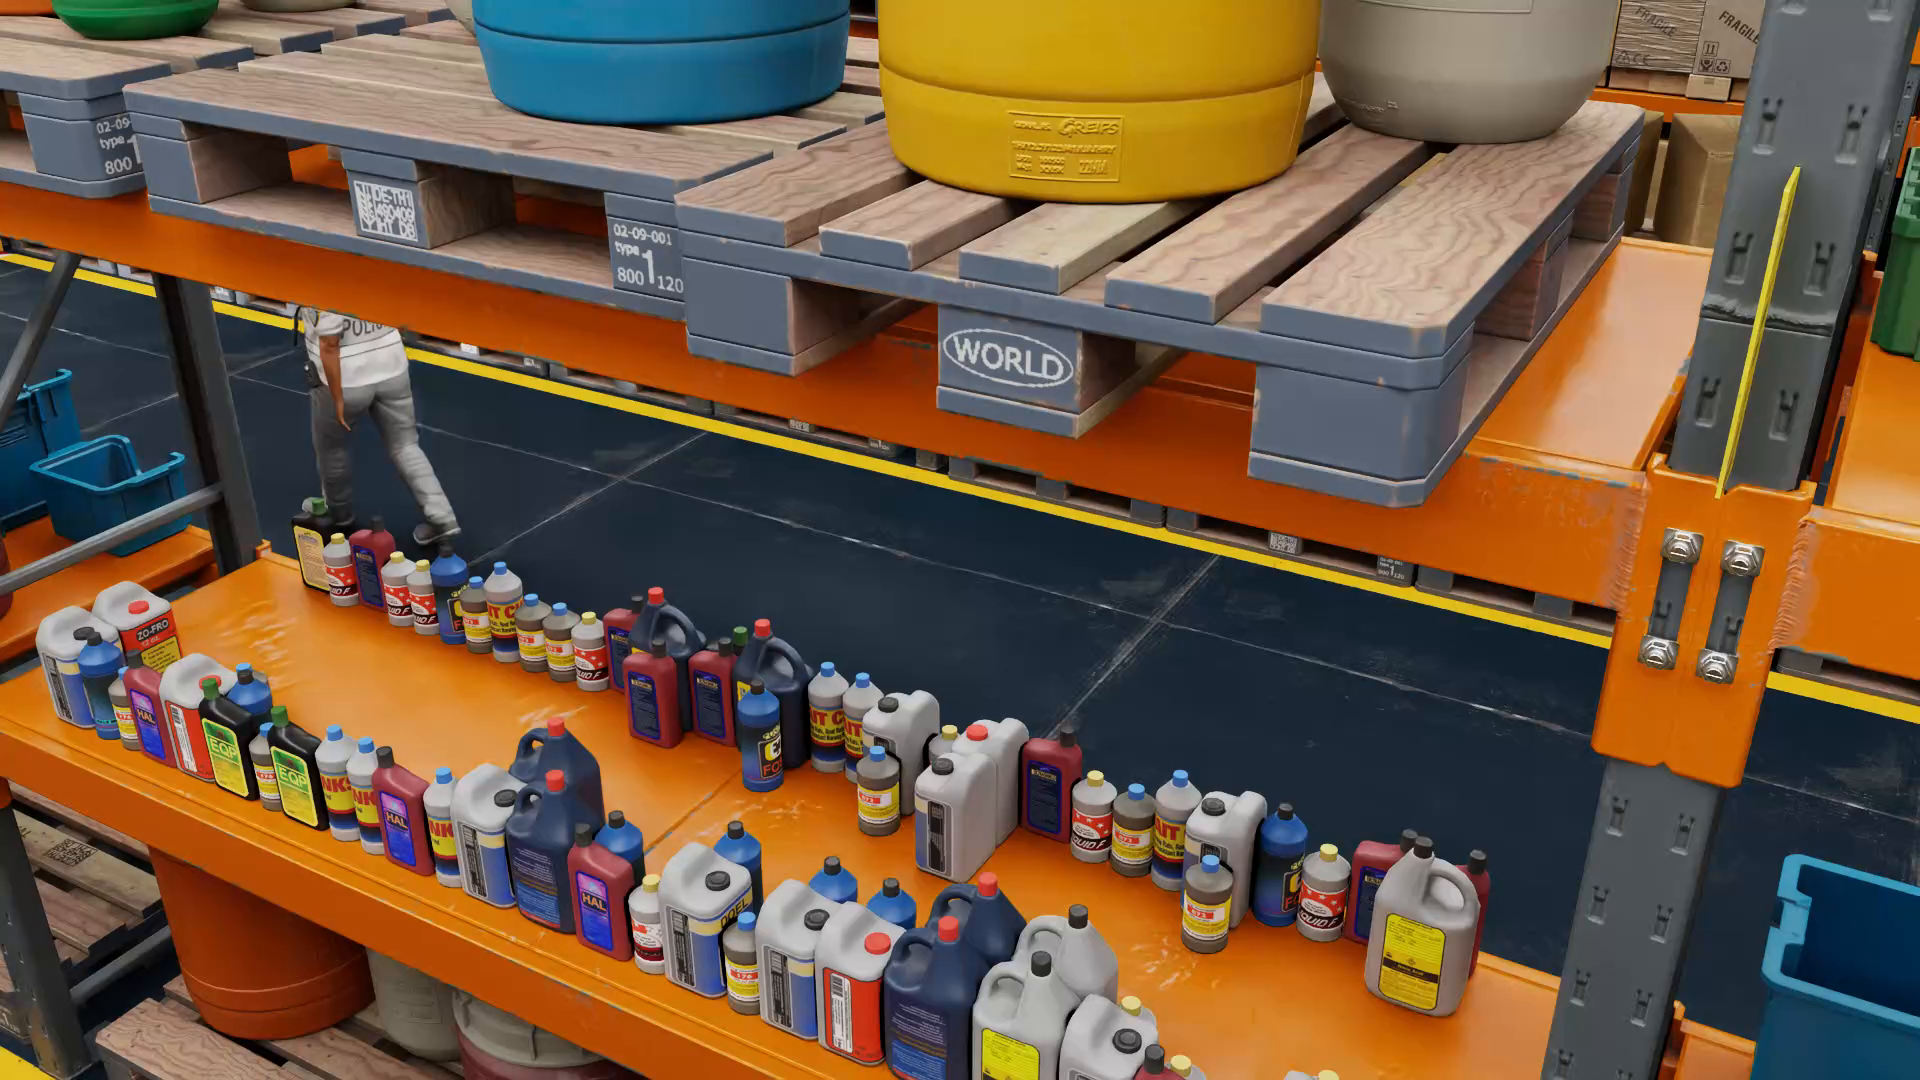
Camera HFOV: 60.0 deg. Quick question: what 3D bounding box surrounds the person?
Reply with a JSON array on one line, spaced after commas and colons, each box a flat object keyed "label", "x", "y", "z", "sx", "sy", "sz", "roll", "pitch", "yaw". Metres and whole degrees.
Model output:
[{"label": "person", "x": -2.735, "y": -0.757, "z": 7.616, "sx": 1.009, "sy": 1.612, "sz": 0.511, "roll": 21, "pitch": 33, "yaw": 35}]
